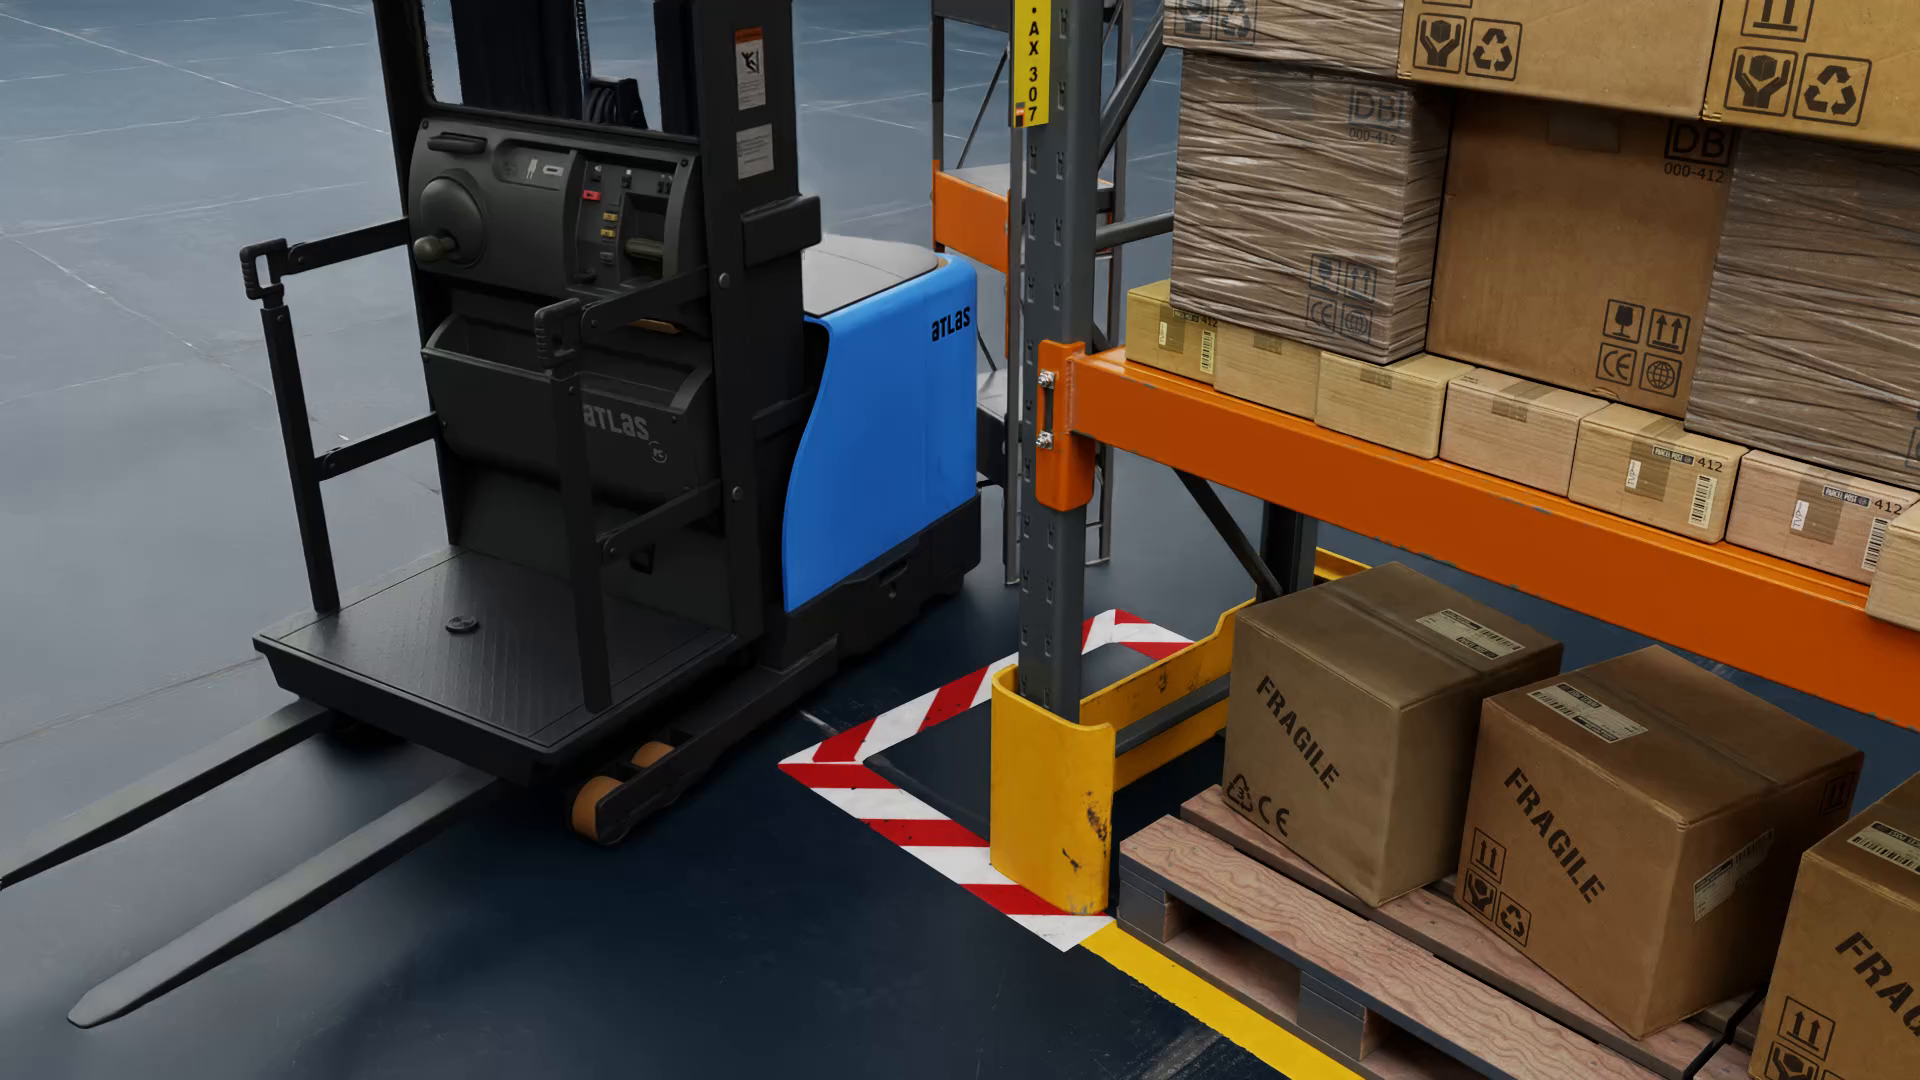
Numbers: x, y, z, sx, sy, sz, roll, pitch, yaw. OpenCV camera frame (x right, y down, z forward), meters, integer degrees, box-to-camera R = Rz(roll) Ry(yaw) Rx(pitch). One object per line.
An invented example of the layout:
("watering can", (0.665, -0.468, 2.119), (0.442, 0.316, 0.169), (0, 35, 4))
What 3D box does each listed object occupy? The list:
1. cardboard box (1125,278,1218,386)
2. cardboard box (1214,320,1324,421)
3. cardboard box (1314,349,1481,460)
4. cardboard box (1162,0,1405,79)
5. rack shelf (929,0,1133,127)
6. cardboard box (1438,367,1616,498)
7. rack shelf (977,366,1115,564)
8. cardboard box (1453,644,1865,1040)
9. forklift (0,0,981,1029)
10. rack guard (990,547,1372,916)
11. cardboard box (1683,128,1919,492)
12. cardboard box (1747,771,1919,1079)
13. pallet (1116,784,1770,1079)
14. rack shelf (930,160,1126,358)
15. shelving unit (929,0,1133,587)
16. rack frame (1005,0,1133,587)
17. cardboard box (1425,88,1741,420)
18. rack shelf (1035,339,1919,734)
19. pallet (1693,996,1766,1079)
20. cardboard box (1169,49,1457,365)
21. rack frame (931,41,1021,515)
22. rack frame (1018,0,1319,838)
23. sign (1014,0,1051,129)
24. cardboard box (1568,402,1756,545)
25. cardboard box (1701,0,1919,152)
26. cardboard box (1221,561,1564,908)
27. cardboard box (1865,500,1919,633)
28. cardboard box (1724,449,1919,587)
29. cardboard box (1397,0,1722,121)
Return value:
("cardboard box", (0.559, -0.456, 3.439), (0.380, 0.149, 0.250), (-21, 32, -38))
("cardboard box", (0.716, -0.375, 3.261), (0.380, 0.149, 0.250), (-21, 32, -38))
("cardboard box", (0.876, -0.295, 3.086), (0.380, 0.149, 0.250), (-21, 32, -38))
("cardboard box", (0.715, -1.117, 2.900), (0.500, 0.500, 0.500), (-21, 32, -38))
("rack shelf", (0.207, -1.558, 4.982), (0.431, 0.518, 0.480), (-13, 27, -26))
("cardboard box", (1.062, -0.225, 2.933), (0.380, 0.149, 0.250), (-21, 32, -38))
("rack shelf", (0.207, -0.284, 5.563), (0.431, 0.518, 0.480), (-13, 27, -26))
("cardboard box", (1.387, 0.587, 3.355), (0.500, 0.500, 0.500), (-12, 27, -25))
("forklift", (-1.144, -0.804, 3.981), (1.130, 2.935, 3.031), (15, 28, 29))
("rack guard", (0.590, 0.436, 4.193), (1.175, 0.500, 0.348), (-21, 32, -38))
("cardboard box", (1.634, -0.450, 2.643), (0.875, 0.500, 0.500), (-21, 32, -38))
("cardboard box", (1.801, 0.782, 2.928), (0.500, 0.500, 0.500), (-18, 30, -34))
("pallet", (1.120, 0.823, 3.691), (1.003, 0.211, 1.213), (-21, 32, -38))
("rack shelf", (0.207, -0.921, 5.272), (0.431, 0.518, 0.480), (-13, 27, -26))
("shelving unit", (0.207, -0.934, 5.267), (0.431, 2.100, 0.503), (-13, 27, -26))
("rack frame", (0.325, -0.845, 5.072), (0.400, 2.100, 0.015), (-13, 27, -26))
("cardboard box", (1.324, -0.614, 3.002), (0.875, 0.500, 0.500), (-21, 32, -38))
("rack shelf", (1.905, 0.208, 2.546), (1.077, 0.370, 4.000), (-21, 32, -38))
("pallet", (1.950, 1.193, 2.881), (1.003, 0.211, 1.213), (-21, 32, -38))
("cardboard box", (0.894, -0.731, 3.260), (0.875, 0.500, 0.500), (-21, 32, -38))
("rack frame", (0.090, -1.022, 5.461), (0.400, 2.100, 0.015), (-13, 27, -26))
("rack frame", (0.538, -0.725, 3.725), (1.000, 3.000, 0.127), (-21, 32, -38))
("sign", (0.143, -0.965, 3.207), (0.100, 0.325, 0.005), (-21, 32, -38))
("cardboard box", (1.228, -0.148, 2.762), (0.380, 0.149, 0.250), (-21, 32, -38))
("cardboard box", (1.395, -0.812, 2.232), (0.500, 0.500, 0.500), (-21, 32, -38))
("cardboard box", (0.953, 0.415, 3.731), (0.500, 0.500, 0.500), (-15, 28, -29))
("cardboard box", (1.514, 0.026, 2.383), (0.380, 0.149, 0.250), (-21, 32, -38))
("cardboard box", (1.418, -0.080, 2.613), (0.380, 0.149, 0.250), (-21, 32, -38))
("cardboard box", (1.052, -0.963, 2.563), (0.500, 0.500, 0.500), (-21, 32, -38))
